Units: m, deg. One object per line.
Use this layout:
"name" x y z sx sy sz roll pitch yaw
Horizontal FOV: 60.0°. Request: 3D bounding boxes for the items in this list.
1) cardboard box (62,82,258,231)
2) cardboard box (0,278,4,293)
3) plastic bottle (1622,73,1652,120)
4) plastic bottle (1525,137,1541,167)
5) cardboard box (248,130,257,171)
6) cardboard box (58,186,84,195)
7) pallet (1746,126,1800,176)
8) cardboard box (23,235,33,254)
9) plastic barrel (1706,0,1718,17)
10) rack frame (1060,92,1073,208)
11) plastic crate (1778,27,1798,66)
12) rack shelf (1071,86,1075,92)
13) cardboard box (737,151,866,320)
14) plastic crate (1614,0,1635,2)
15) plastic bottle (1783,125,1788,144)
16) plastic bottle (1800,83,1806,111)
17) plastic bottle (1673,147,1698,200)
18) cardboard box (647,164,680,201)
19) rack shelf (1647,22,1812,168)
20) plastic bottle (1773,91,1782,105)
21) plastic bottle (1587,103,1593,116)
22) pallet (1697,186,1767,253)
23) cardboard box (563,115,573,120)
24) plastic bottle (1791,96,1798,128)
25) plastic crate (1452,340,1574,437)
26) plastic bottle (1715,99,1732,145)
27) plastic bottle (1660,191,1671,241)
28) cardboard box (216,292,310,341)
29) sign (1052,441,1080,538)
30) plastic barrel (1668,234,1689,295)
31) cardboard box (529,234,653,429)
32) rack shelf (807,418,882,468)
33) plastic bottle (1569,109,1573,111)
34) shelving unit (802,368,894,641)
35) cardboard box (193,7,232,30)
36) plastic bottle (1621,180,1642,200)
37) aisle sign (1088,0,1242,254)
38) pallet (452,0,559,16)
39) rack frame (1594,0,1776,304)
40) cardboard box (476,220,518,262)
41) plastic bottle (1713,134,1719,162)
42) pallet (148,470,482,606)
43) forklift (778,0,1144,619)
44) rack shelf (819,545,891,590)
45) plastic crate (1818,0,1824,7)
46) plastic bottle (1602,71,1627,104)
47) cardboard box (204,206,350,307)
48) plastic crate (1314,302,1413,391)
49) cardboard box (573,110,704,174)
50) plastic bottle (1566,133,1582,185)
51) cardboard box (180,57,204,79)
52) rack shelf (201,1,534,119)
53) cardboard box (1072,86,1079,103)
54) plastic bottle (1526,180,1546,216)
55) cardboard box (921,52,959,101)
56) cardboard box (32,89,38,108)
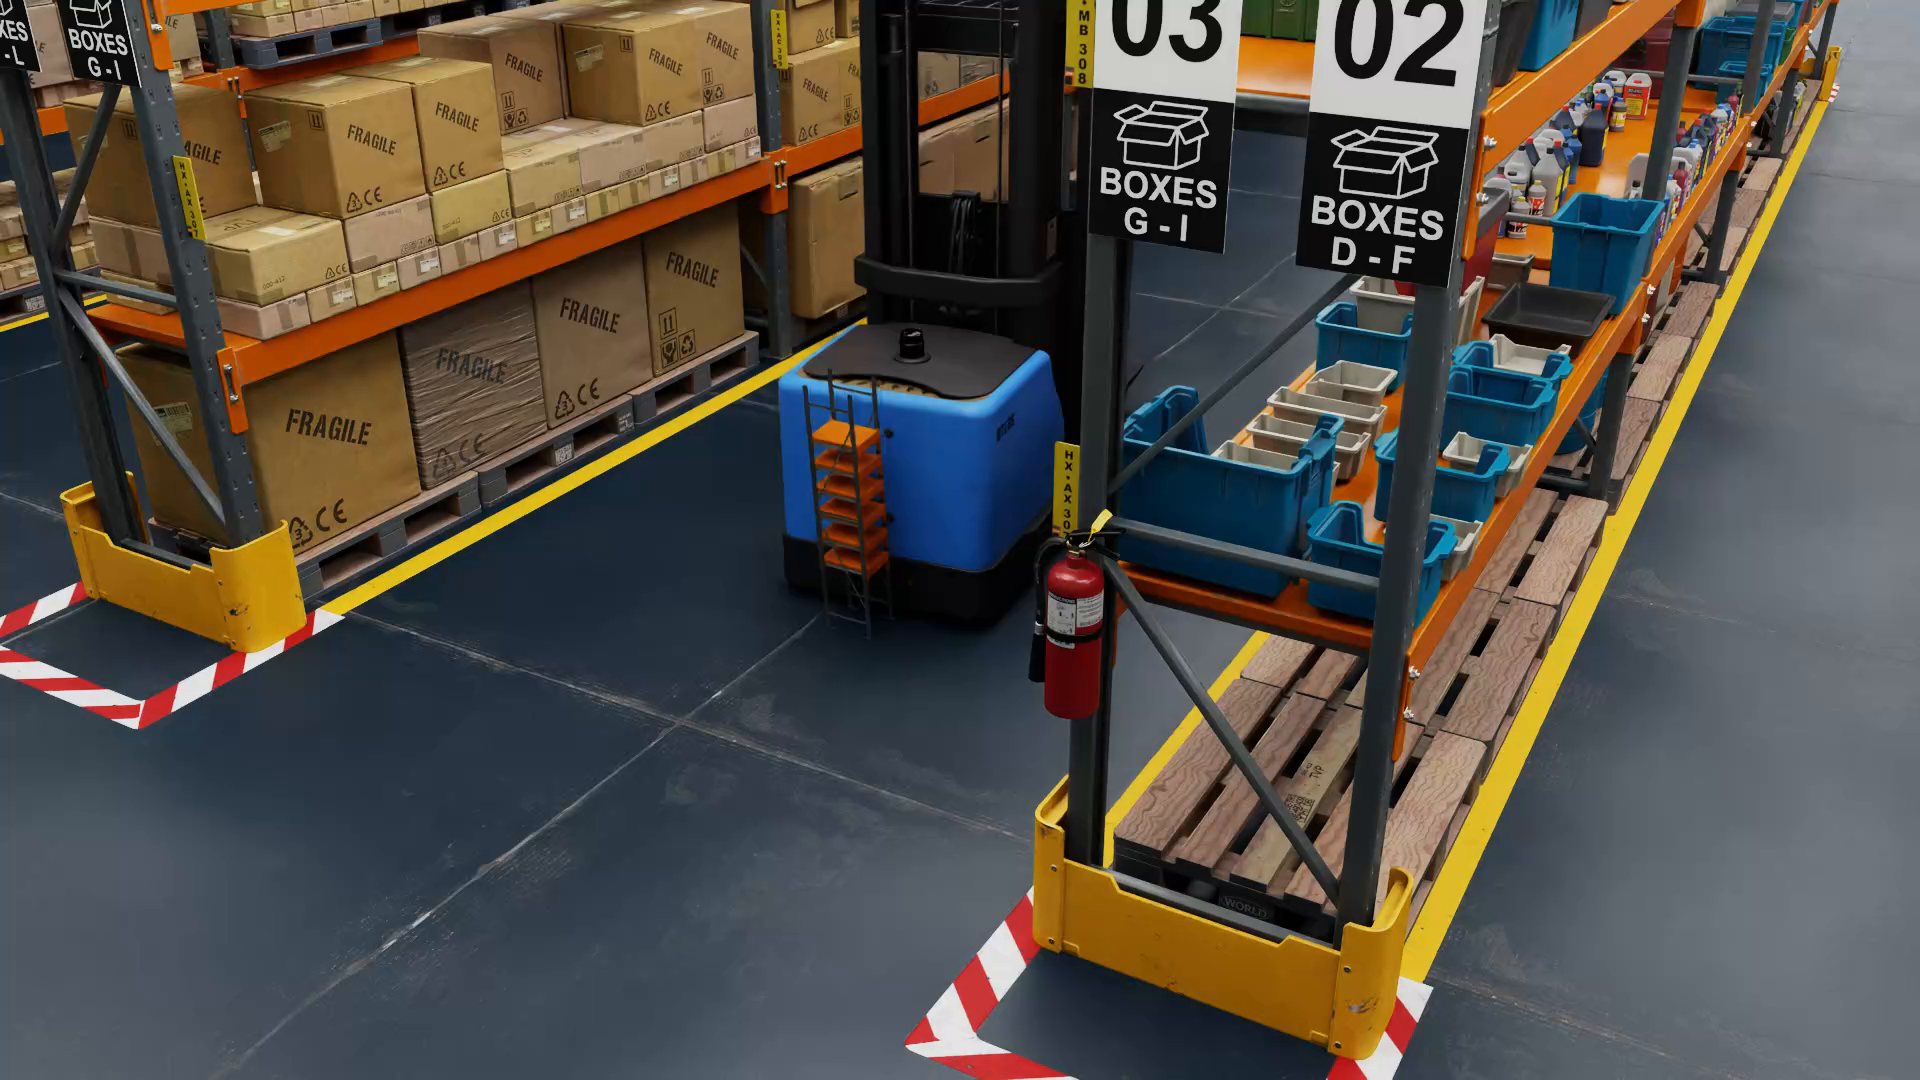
"cardboard box" -3.488 -1.689 7.271 0.500 0.500 0.500 15 30 27
"cardboard box" -6.595 -1.711 11.032 0.380 0.149 0.250 13 29 24
"plastic bottle" 4.387 -2.881 10.793 0.152 0.276 0.135 14 30 26
"plastic bottle" 3.039 -1.989 8.927 0.144 0.351 0.185 14 30 26
"cardboard box" -5.655 -3.145 13.504 0.500 0.500 0.500 14 30 25
"cardboard box" -6.151 -2.423 11.790 0.380 0.149 0.250 15 30 28
"pallet" 7.083 -3.632 15.269 1.003 0.211 1.213 14 30 26
"cardboard box" -6.383 -2.088 11.453 0.380 0.149 0.250 13 29 24
"plastic barrel" 5.481 -3.908 12.554 0.433 0.535 0.433 0 27 0
"rack frame" 0.437 -4.158 13.205 1.000 3.000 0.127 14 30 26
"plastic crate" 6.106 -3.790 12.708 0.450 0.188 0.662 14 30 26
"rack shelf" 1.421 -4.616 14.923 1.077 0.370 4.000 14 30 26
"cardboard box" -1.234 -2.091 10.980 1.225 0.875 0.875 14 30 26
"plastic crate" 2.172 -2.034 5.743 0.437 0.282 0.530 14 30 26
"plastic bottle" 7.305 -3.639 14.803 0.097 0.201 0.097 0 27 0
"plastic bottle" 8.015 -4.259 15.959 0.152 0.276 0.135 14 30 26
"plastic bottle" 3.910 -2.001 9.034 0.152 0.276 0.135 14 30 26
"cardboard box" -1.775 -1.995 9.165 0.380 0.149 0.250 15 30 27
"rack shelf" 5.733 -3.525 12.744 1.077 0.370 4.000 14 30 26
"plastic bottle" 7.636 -4.090 15.621 0.152 0.276 0.135 14 30 26
"plastic bottle" 3.881 -2.609 10.334 0.097 0.201 0.097 0 27 0
"pallet" 5.765 -2.587 13.183 1.003 0.211 1.213 14 30 26
"cardboard box" -2.239 -2.347 9.422 0.500 0.250 0.500 14 30 26
"plastic bottle" 7.685 -3.960 15.353 0.061 0.283 0.133 16 31 28
"plastic crate" 2.017 -0.555 6.128 0.416 0.233 0.300 14 30 26
"plastic bottle" 4.639 -2.551 10.140 0.097 0.271 0.097 0 27 0
"plastic bottle" 3.487 -1.639 8.316 0.097 0.271 0.097 0 27 0
"cardboard box" -3.037 -0.993 7.164 0.380 0.149 0.250 15 30 27
"sign" 0.327 -0.137 4.991 0.100 0.325 0.005 14 30 26
"plastic barrel" 4.523 -2.090 11.030 0.600 0.830 0.708 14 30 26
"cardboard box" -2.368 -1.246 9.293 0.875 0.875 0.875 14 30 26
"rack shelf" -0.487 -0.411 7.014 0.258 0.103 0.180 14 35 26
"plastic bottle" 3.606 -2.423 9.883 0.097 0.271 0.097 0 27 0
"shelving unit" -0.474 -0.140 7.176 0.258 1.200 0.189 14 35 26
"cardboard box" -5.777 -4.004 12.710 0.380 0.149 0.250 13 30 25
"plastic bottle" 3.256 -1.568 8.086 0.144 0.351 0.185 14 30 26
"aisle sign" 0.523 -1.148 4.289 0.394 0.787 0.004 14 30 26
"pallet" -4.090 -4.903 14.907 1.213 0.211 1.003 14 30 26
"rack frame" 4.749 -3.067 11.026 1.000 3.000 0.127 14 30 26
"cardboard box" -2.406 -1.495 8.166 0.380 0.149 0.250 14 30 26
"plastic bottle" 4.400 -2.330 9.776 0.097 0.201 0.097 0 27 0
"pallet" -3.174 -0.122 8.258 1.003 0.211 1.213 14 30 26
"forklift" 0.205 -1.595 8.162 1.130 2.935 3.031 10 28 20
"rack shelf" -0.462 0.104 7.321 0.258 0.103 0.180 14 35 26
"plastic crate" 7.630 -4.998 15.121 0.450 0.188 0.662 14 30 26
"plastic bottle" 4.255 -2.914 10.859 0.152 0.276 0.135 14 30 26
"cardboard box" -3.028 -1.234 7.199 0.500 0.250 0.500 13 30 25
"plastic crate" 1.601 -0.758 6.534 0.416 0.233 0.300 14 30 26
"cardboard box" -1.772 -2.233 9.195 0.500 0.250 0.500 15 30 28
"plastic bottle" 3.420 -2.137 9.312 0.097 0.271 0.097 0 27 0
"cardboard box" -5.736 -3.455 12.082 0.380 0.149 0.250 14 30 26
"rack shelf" -4.816 -4.188 14.070 1.077 0.370 4.000 14 30 26
"cardboard box" 0.740 -3.840 14.033 0.500 0.250 0.500 16 31 28
"plastic bottle" 2.991 -1.766 8.650 0.097 0.201 0.097 0 27 0
"cardboard box" -0.344 -3.362 11.503 0.500 0.500 0.500 15 30 27
"cardboard box" -6.379 -2.945 11.063 0.380 0.149 0.250 14 30 25
